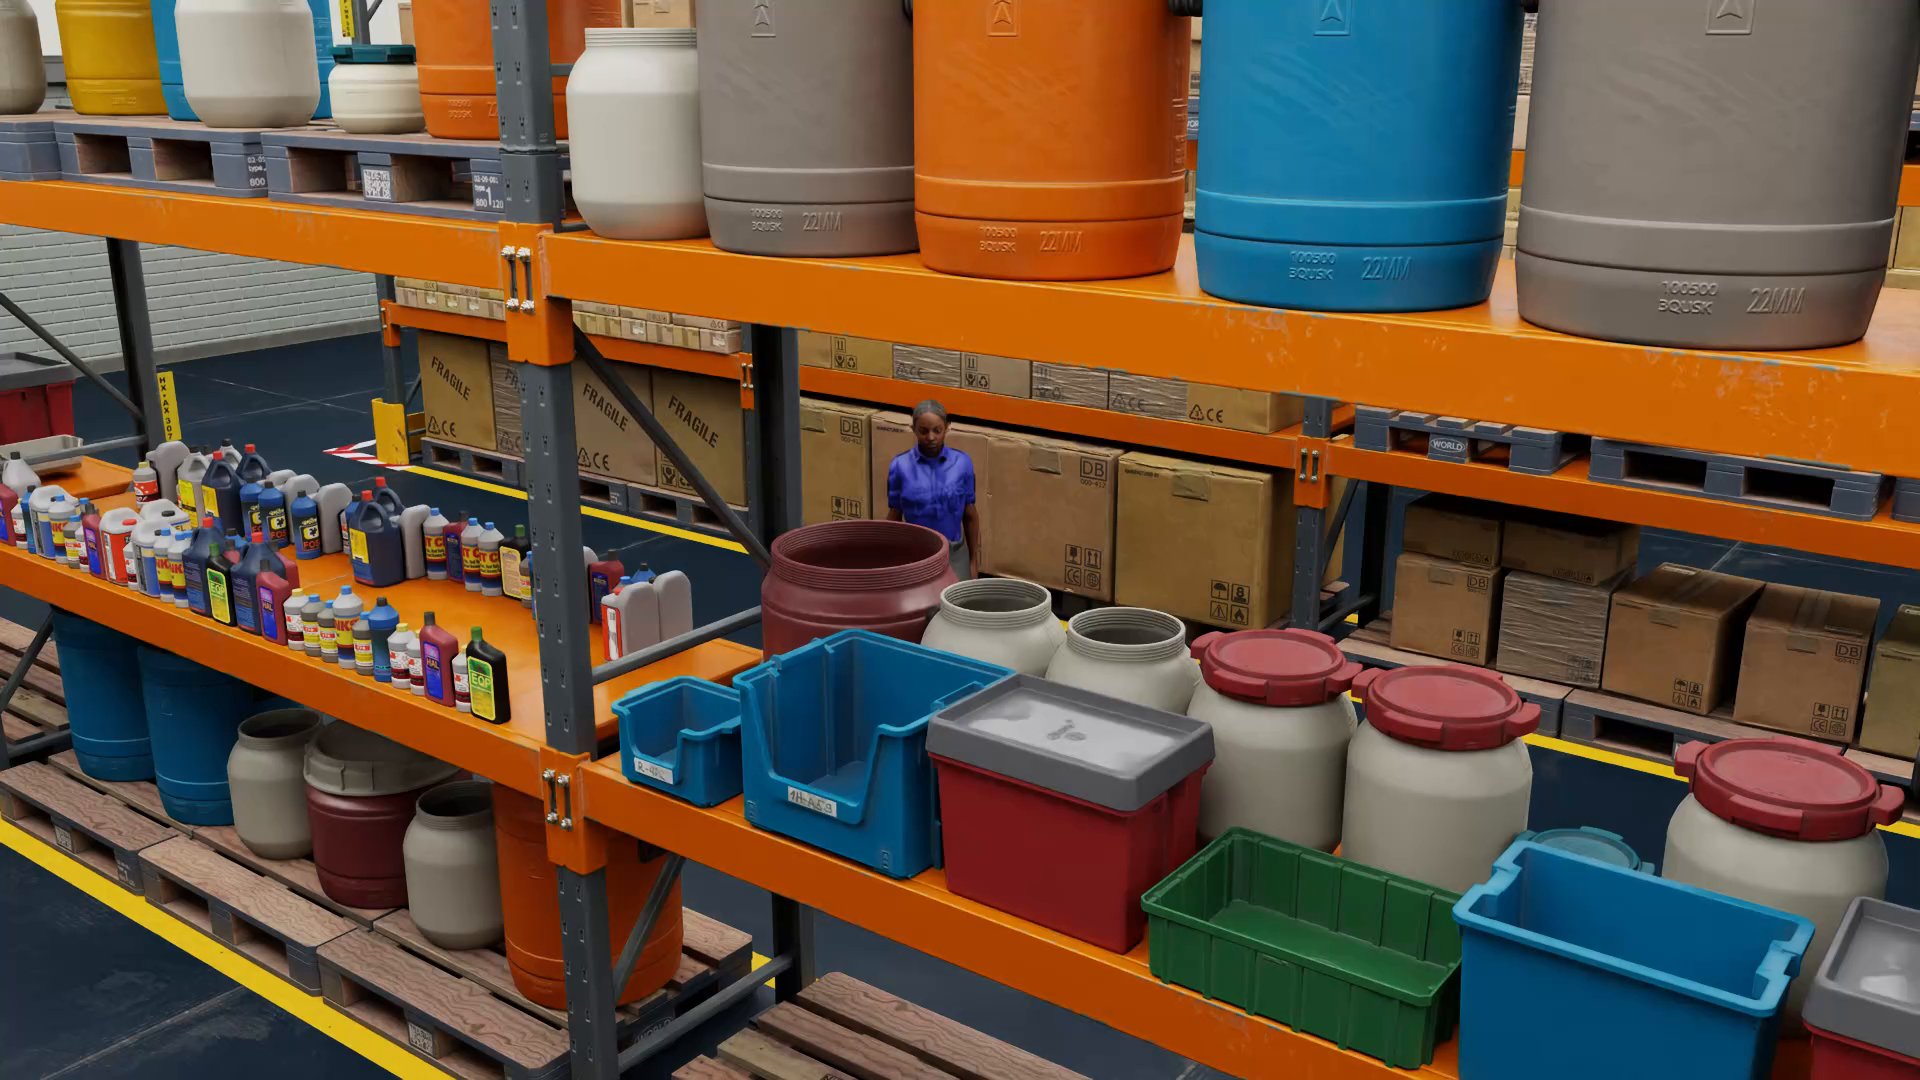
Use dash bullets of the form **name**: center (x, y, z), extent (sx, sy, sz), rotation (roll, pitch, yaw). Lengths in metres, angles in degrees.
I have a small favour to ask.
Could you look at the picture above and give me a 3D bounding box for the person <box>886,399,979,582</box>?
- **person**: center (-0.139, 0.162, 7.967), extent (0.463, 1.658, 0.600), rotation (0, 17, 0)
